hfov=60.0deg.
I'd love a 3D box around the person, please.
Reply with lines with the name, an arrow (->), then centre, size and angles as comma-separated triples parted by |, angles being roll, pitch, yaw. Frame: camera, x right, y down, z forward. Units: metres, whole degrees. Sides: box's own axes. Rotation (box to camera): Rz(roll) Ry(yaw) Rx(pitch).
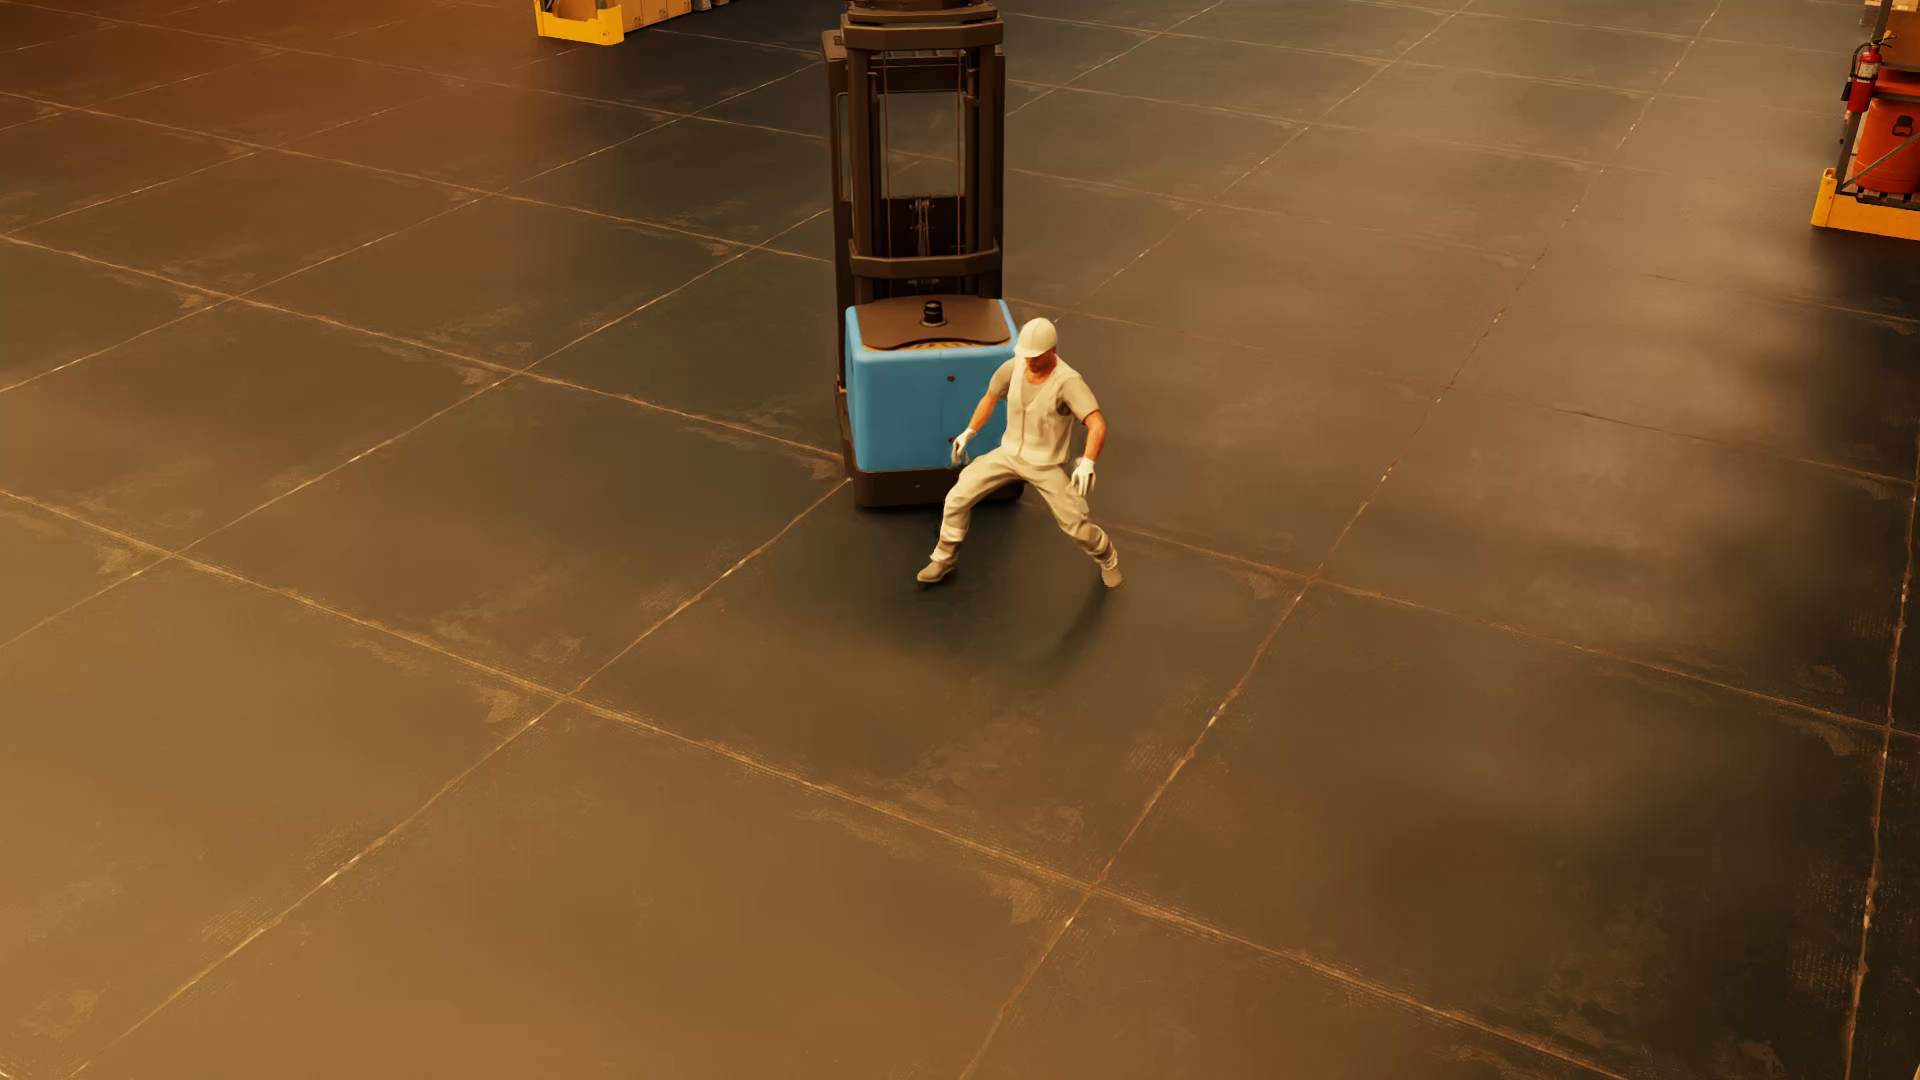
person -> 0.401, -0.437, 9.195 | 1.020, 1.628, 0.929 | 20, 36, 31

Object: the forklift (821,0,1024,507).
forklift -> -0.299, -2.187, 10.859 | 1.130, 2.935, 3.031 | -4, 30, -6
